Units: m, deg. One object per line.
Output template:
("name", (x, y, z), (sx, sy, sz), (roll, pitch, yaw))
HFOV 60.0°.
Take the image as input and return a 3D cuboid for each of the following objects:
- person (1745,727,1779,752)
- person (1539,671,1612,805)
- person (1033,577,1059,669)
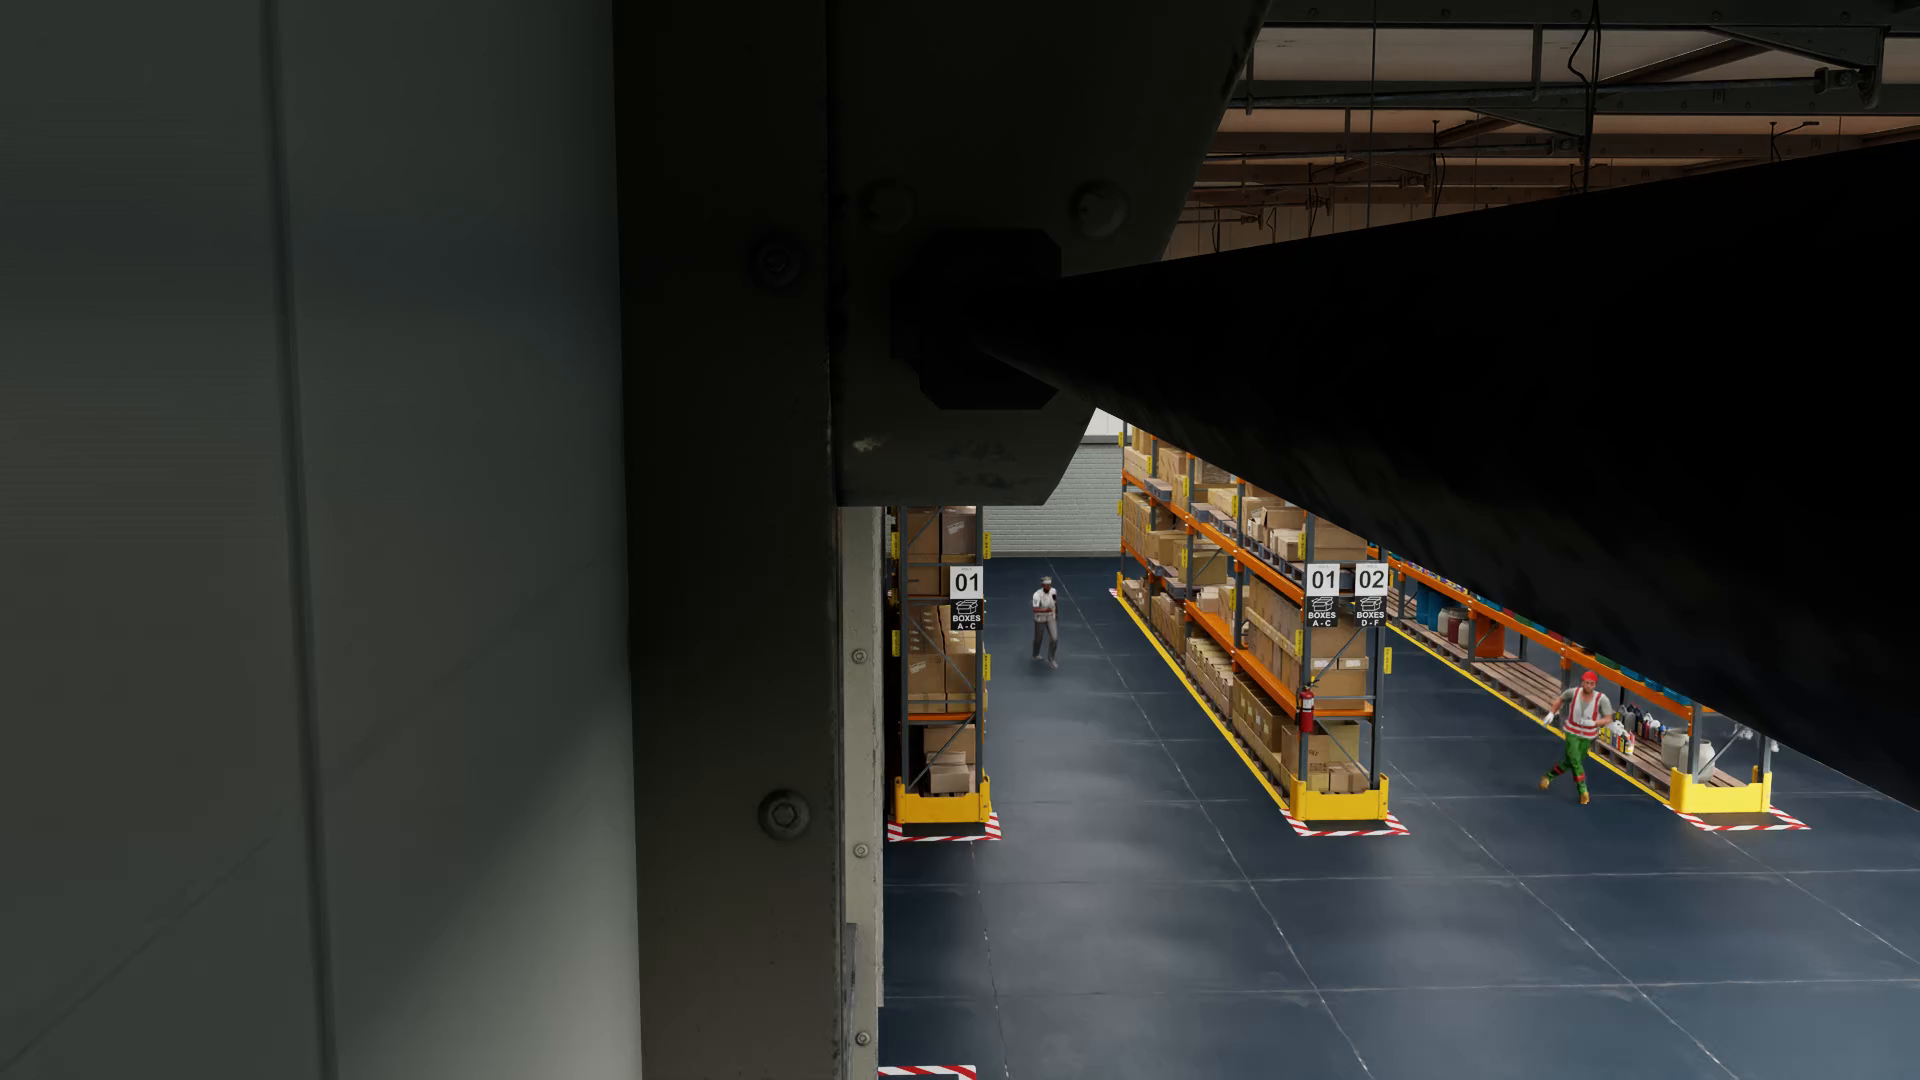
("person", (11.667, 2.225, 23.887), (0.674, 1.608, 0.626), (1, 8, 9))
("person", (7.926, 2.498, 21.406), (0.787, 1.725, 0.721), (1, 8, 9))
("person", (1.488, 1.413, 29.211), (0.510, 1.641, 0.948), (-2, 8, -12))
